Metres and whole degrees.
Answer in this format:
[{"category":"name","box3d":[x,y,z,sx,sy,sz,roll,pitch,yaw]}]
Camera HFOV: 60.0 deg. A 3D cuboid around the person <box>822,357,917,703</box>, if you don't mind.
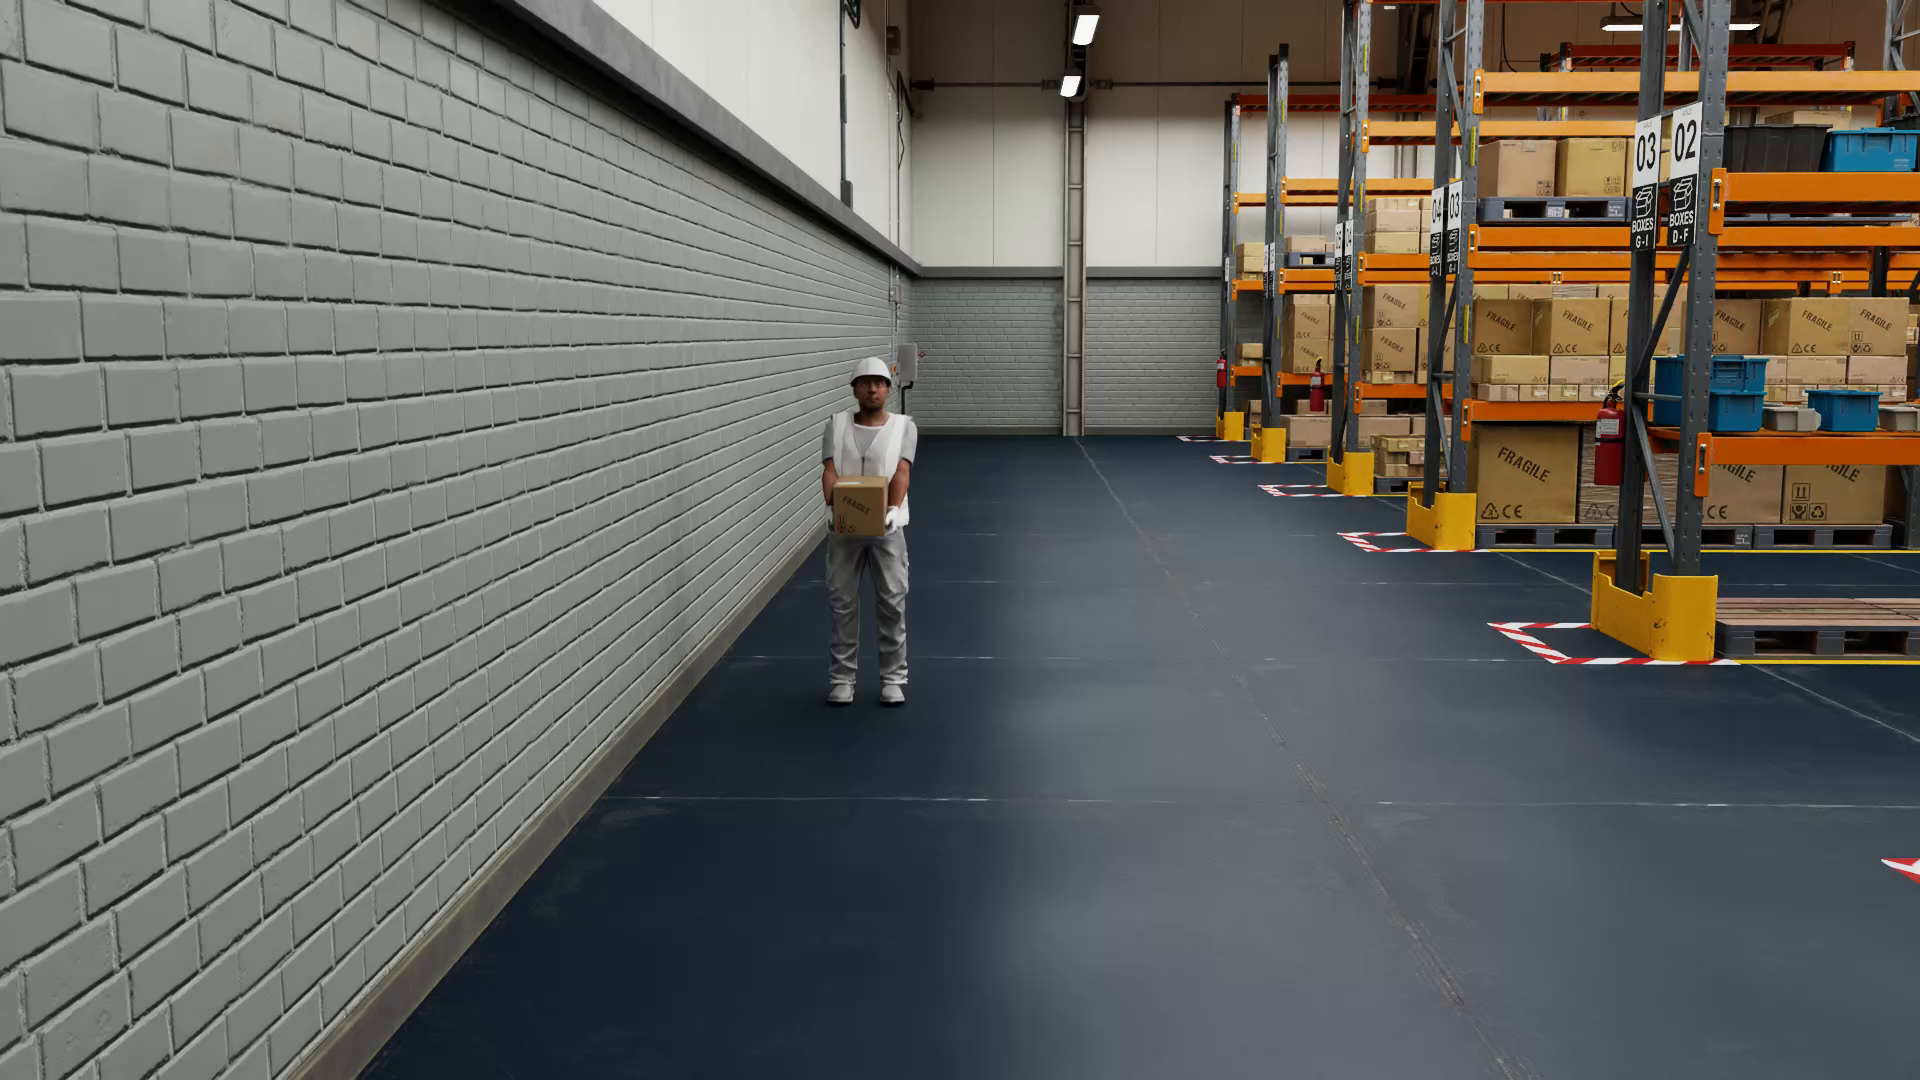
[{"category":"person","box3d":[-0.469,-0.037,8.491,0.488,1.778,0.583,0,7,2]}]
